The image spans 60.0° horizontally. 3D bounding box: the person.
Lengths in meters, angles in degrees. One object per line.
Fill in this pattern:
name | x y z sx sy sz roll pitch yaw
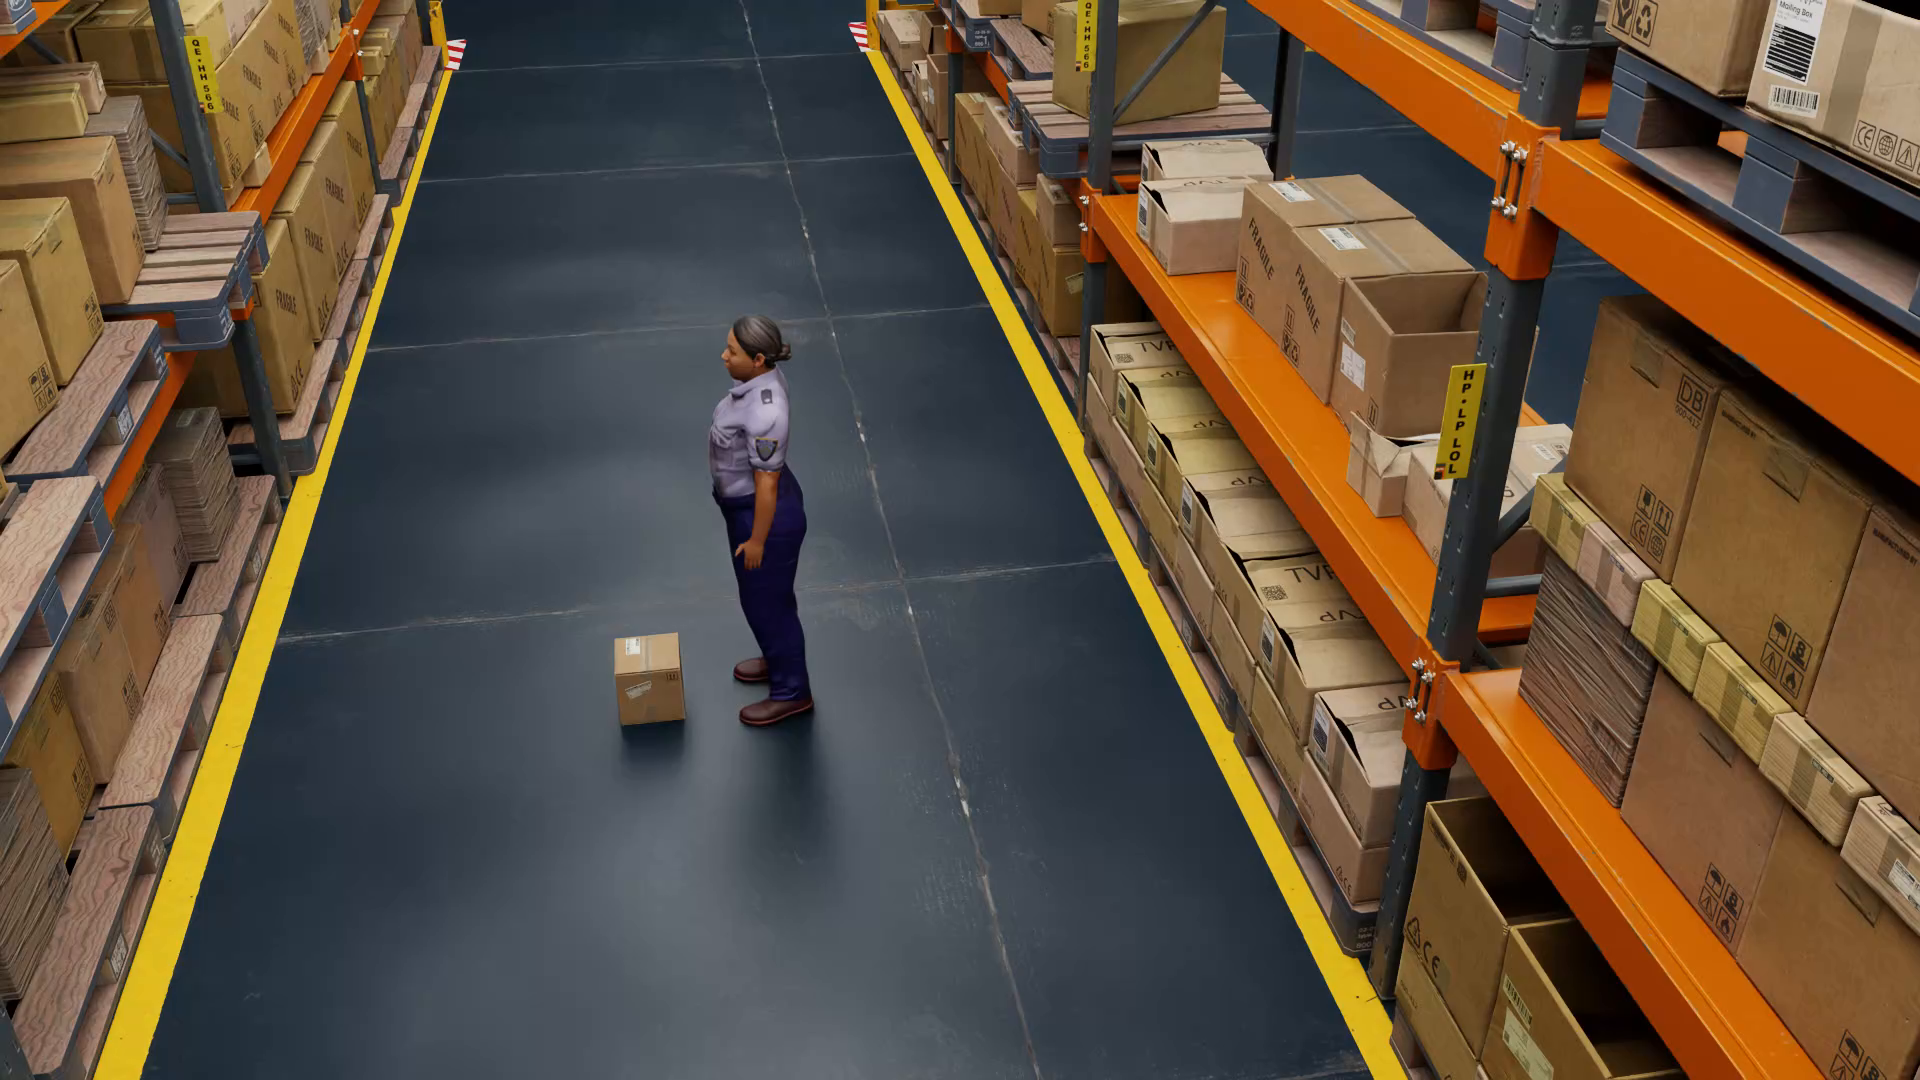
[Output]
person | -0.757 -0.081 6.291 0.343 1.653 0.469 -5 31 -8
